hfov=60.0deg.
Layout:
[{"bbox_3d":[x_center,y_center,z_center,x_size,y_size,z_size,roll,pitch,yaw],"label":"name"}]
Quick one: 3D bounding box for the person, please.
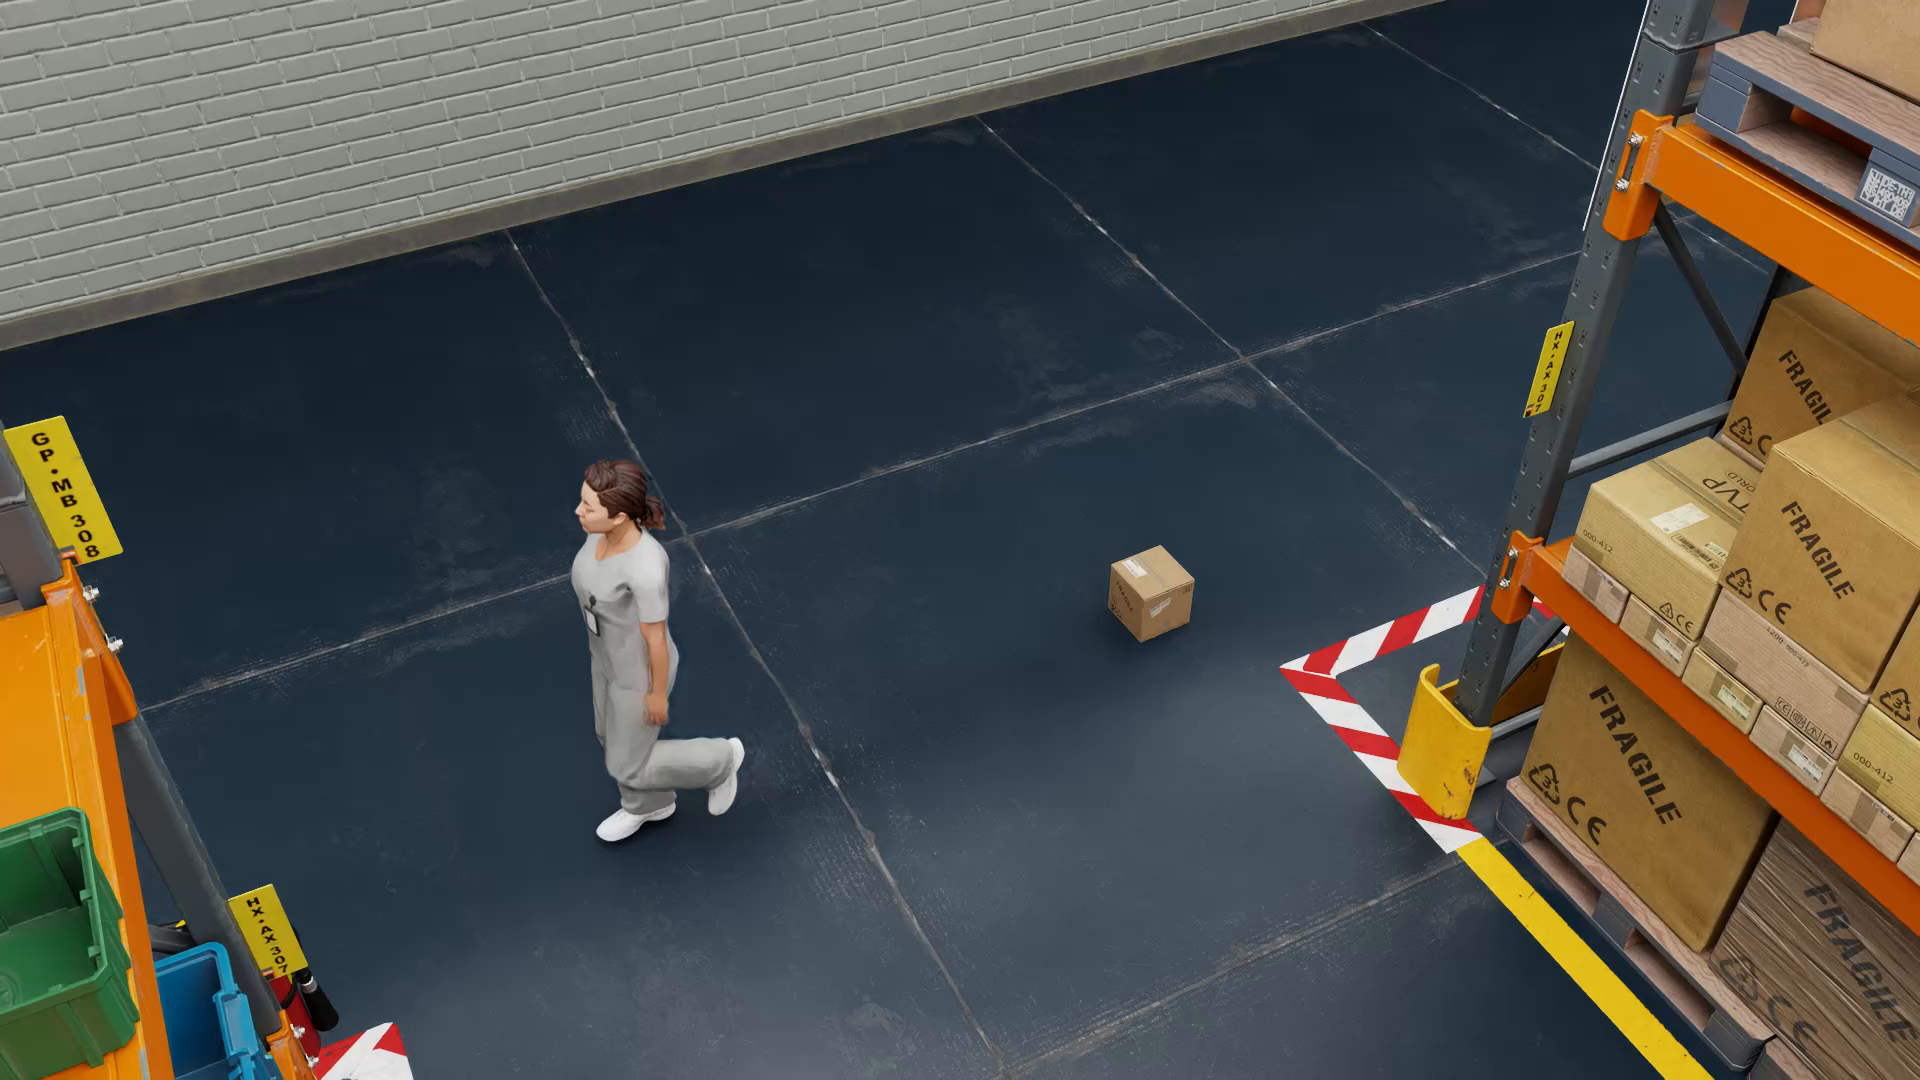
[{"bbox_3d":[-1.080,0.399,5.671,0.559,1.660,0.459,-23,47,-24],"label":"person"}]
